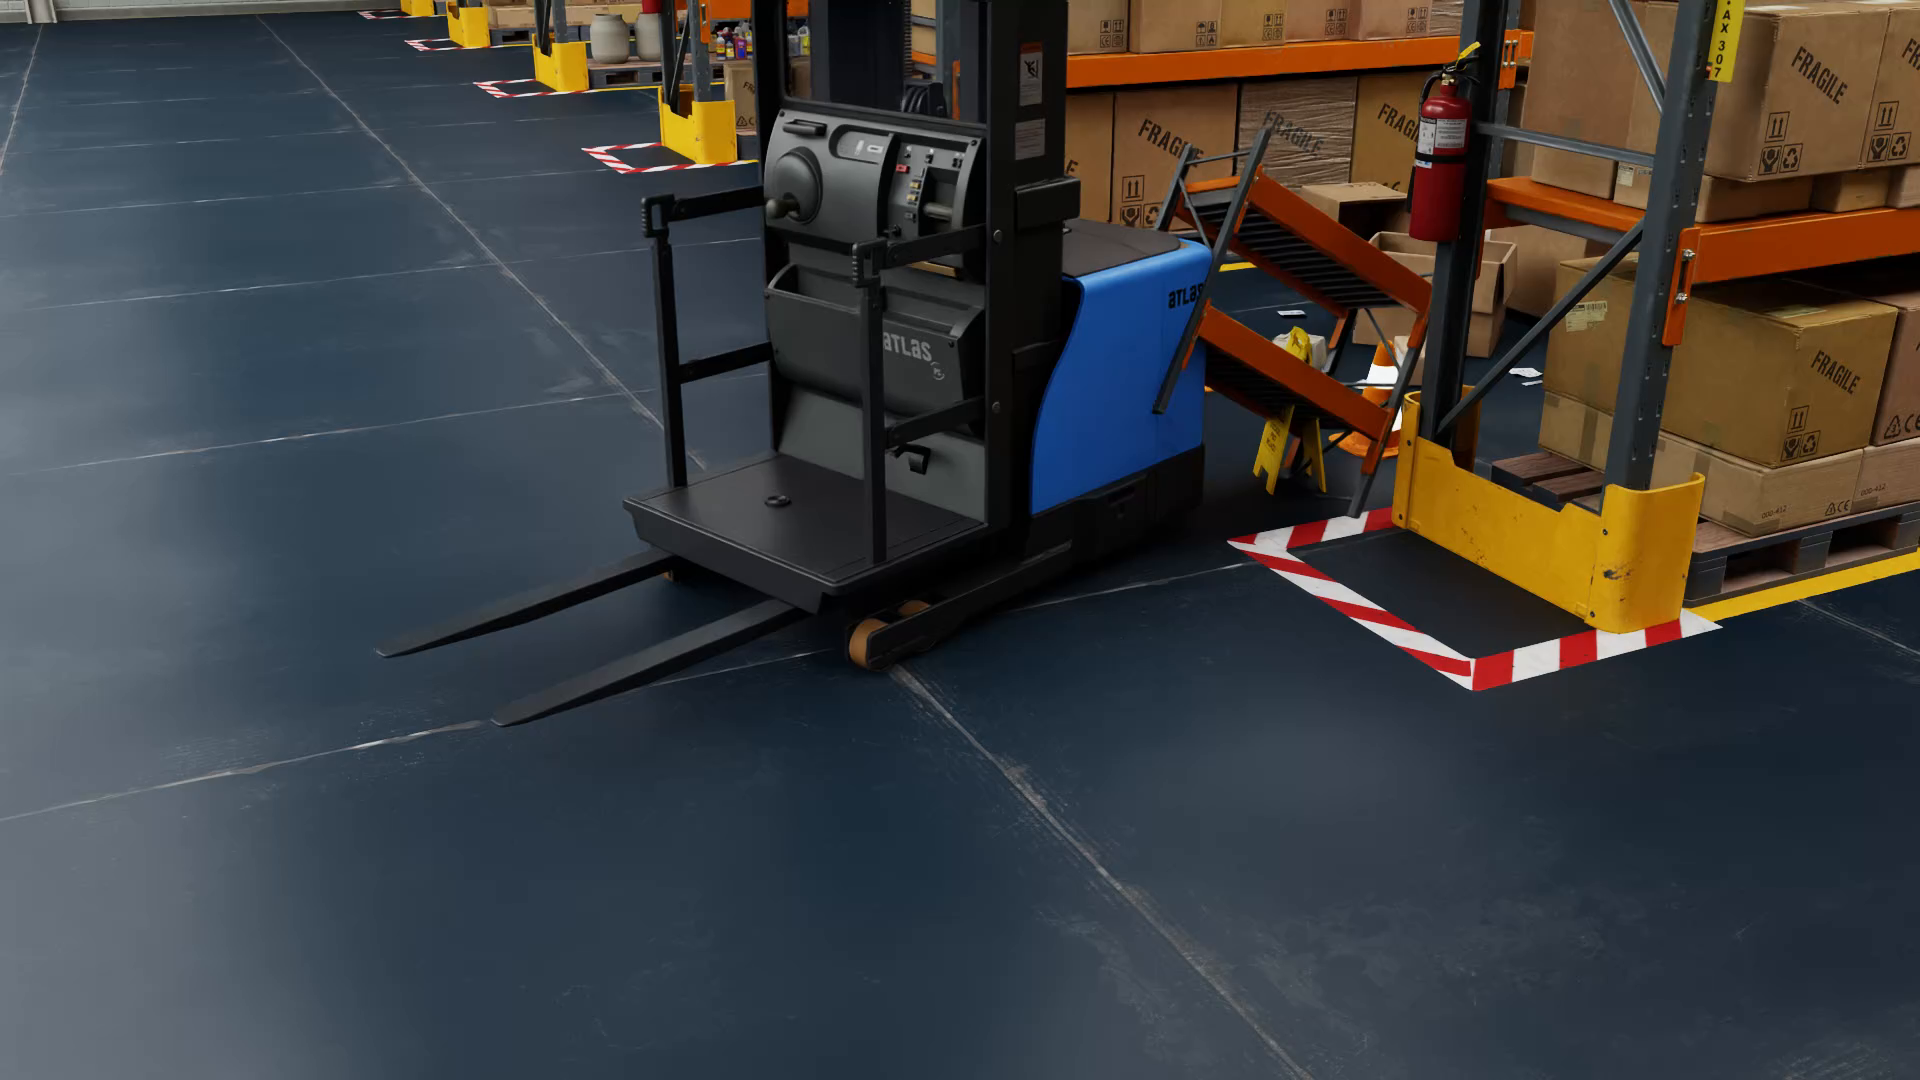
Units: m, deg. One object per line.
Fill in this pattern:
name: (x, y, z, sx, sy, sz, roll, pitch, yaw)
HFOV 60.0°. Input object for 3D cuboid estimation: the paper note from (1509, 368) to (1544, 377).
paper note: (2.803, -0.839, 8.253, 0.142, 0.019, 0.148, -2, 23, -5)

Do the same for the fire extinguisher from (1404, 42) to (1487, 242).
fire extinguisher: (1.682, -1.388, 5.784, 0.183, 0.674, 0.296, -10, 25, -24)

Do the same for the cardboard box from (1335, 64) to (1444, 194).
cardboard box: (2.754, -2.769, 11.247, 0.875, 0.875, 0.875, -10, 25, -23)

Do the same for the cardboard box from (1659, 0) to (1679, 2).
cardboard box: (2.350, -2.090, 5.550, 0.500, 0.500, 0.700, -11, 25, -25)

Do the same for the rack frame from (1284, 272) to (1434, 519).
rack frame: (1.623, -0.625, 6.721, 0.032, 1.125, 0.500, 25, -7, -28)

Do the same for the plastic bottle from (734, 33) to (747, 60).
plastic bottle: (-2.481, -5.579, 18.783, 0.133, 0.283, 0.061, -10, 25, -23)

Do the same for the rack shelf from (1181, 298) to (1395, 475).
rack shelf: (1.126, -0.586, 6.457, 1.000, 0.278, 0.538, 25, -7, -28)

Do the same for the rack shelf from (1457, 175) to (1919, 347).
rack shelf: (3.787, -1.284, 6.370, 4.000, 0.370, 1.077, -10, 25, -24)

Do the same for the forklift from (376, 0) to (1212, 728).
forklift: (-0.439, -1.158, 5.216, 1.130, 2.935, 3.031, 20, 30, 39)

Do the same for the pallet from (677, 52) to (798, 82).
pallet: (-2.581, -5.481, 19.214, 1.213, 0.211, 1.003, -10, 25, -24)

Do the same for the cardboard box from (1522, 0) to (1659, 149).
cardboard box: (2.354, -1.653, 5.802, 0.500, 0.500, 0.500, -11, 25, -25)

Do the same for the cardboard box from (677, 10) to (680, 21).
cardboard box: (-4.224, -7.382, 23.206, 0.500, 0.250, 0.500, -10, 25, -24)

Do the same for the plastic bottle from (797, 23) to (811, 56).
plastic bottle: (-1.776, -5.758, 19.126, 0.185, 0.351, 0.144, -11, 25, -24)

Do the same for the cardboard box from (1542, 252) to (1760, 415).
cardboard box: (2.593, -0.777, 6.271, 0.500, 0.500, 0.500, -10, 25, -23)

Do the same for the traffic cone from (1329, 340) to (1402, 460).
traffic cone: (1.813, -0.628, 7.162, 0.334, 0.463, 0.336, -10, 25, -24)

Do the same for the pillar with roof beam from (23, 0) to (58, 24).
pillar with roof beam: (-12.042, -10.528, 19.918, 0.400, 9.000, 9.100, -10, 25, -24)

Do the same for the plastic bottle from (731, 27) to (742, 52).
plastic bottle: (-2.633, -5.862, 19.477, 0.135, 0.276, 0.152, -11, 25, -25)

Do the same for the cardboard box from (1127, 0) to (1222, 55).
cardboard box: (1.107, -3.268, 10.028, 0.550, 0.550, 0.875, -10, 25, -24)

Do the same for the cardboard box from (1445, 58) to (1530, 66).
cardboard box: (5.526, -5.346, 17.473, 0.875, 0.875, 1.225, -12, 25, -26)

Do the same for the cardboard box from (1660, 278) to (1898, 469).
cardboard box: (2.853, -0.597, 5.836, 0.500, 0.500, 0.500, -11, 25, -25)

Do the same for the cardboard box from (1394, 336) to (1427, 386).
cardboard box: (2.289, -0.881, 8.183, 0.250, 0.149, 0.380, 2, 23, 4)

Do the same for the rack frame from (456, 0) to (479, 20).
rack frame: (-6.606, -8.114, 21.931, 0.127, 3.000, 1.000, -10, 25, -24)

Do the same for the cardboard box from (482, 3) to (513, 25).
cardboard box: (-6.251, -7.229, 22.837, 0.500, 0.250, 0.500, -10, 25, -24)

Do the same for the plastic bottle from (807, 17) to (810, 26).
plastic bottle: (-1.765, -6.059, 19.853, 0.185, 0.351, 0.144, -10, 24, -22)

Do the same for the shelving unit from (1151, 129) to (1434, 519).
shelving unit: (1.215, -0.812, 6.482, 1.048, 1.125, 0.538, 25, -7, -28)

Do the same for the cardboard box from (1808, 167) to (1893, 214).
cardboard box: (2.876, -1.216, 5.595, 0.250, 0.149, 0.380, -11, 25, -25)

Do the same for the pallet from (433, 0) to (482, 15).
pallet: (-7.942, -8.668, 26.913, 1.213, 0.211, 1.003, -10, 25, -24)

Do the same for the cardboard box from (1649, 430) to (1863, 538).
cardboard box: (2.831, -0.246, 5.970, 0.500, 0.250, 0.500, -11, 25, -24)

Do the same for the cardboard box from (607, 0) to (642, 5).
cardboard box: (-4.674, -7.644, 22.861, 0.500, 0.500, 0.500, -10, 25, -24)

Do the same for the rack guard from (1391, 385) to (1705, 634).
rack guard: (2.053, -0.142, 5.940, 0.348, 0.500, 1.175, -10, 25, -24)

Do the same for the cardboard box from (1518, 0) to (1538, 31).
cardboard box: (3.941, -3.678, 11.082, 0.500, 0.500, 0.500, -10, 25, -23)

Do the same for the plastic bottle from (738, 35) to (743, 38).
plastic bottle: (-2.562, -5.788, 19.395, 0.097, 0.201, 0.097, 0, 22, 0)

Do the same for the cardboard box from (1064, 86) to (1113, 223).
cardboard box: (0.329, -2.321, 10.164, 0.875, 0.875, 0.875, -10, 25, -23)

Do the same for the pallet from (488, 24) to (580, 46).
pallet: (-5.936, -6.967, 22.805, 1.213, 0.211, 1.003, -10, 25, -24)

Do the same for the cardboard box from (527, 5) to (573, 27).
cardboard box: (-5.578, -7.134, 22.609, 0.500, 0.250, 0.500, -10, 25, -24)

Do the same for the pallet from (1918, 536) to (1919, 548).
pallet: (3.898, -0.332, 6.776, 1.213, 0.211, 1.003, -10, 25, -24)

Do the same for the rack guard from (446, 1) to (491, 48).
rack guard: (-6.628, -6.955, 22.399, 0.348, 0.500, 1.175, -10, 25, -24)

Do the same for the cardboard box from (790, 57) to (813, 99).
cardboard box: (-1.220, -3.947, 14.584, 0.500, 0.500, 0.500, -4, 23, -10)

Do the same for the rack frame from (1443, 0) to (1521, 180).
rack frame: (3.351, -3.637, 11.115, 0.127, 3.000, 1.000, -10, 25, -24)

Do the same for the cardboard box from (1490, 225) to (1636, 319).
cardboard box: (3.308, -1.516, 9.076, 0.503, 0.637, 0.797, -10, 25, -24)

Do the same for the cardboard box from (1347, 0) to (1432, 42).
cardboard box: (2.538, -3.542, 10.689, 0.550, 0.550, 0.875, -10, 25, -24)
